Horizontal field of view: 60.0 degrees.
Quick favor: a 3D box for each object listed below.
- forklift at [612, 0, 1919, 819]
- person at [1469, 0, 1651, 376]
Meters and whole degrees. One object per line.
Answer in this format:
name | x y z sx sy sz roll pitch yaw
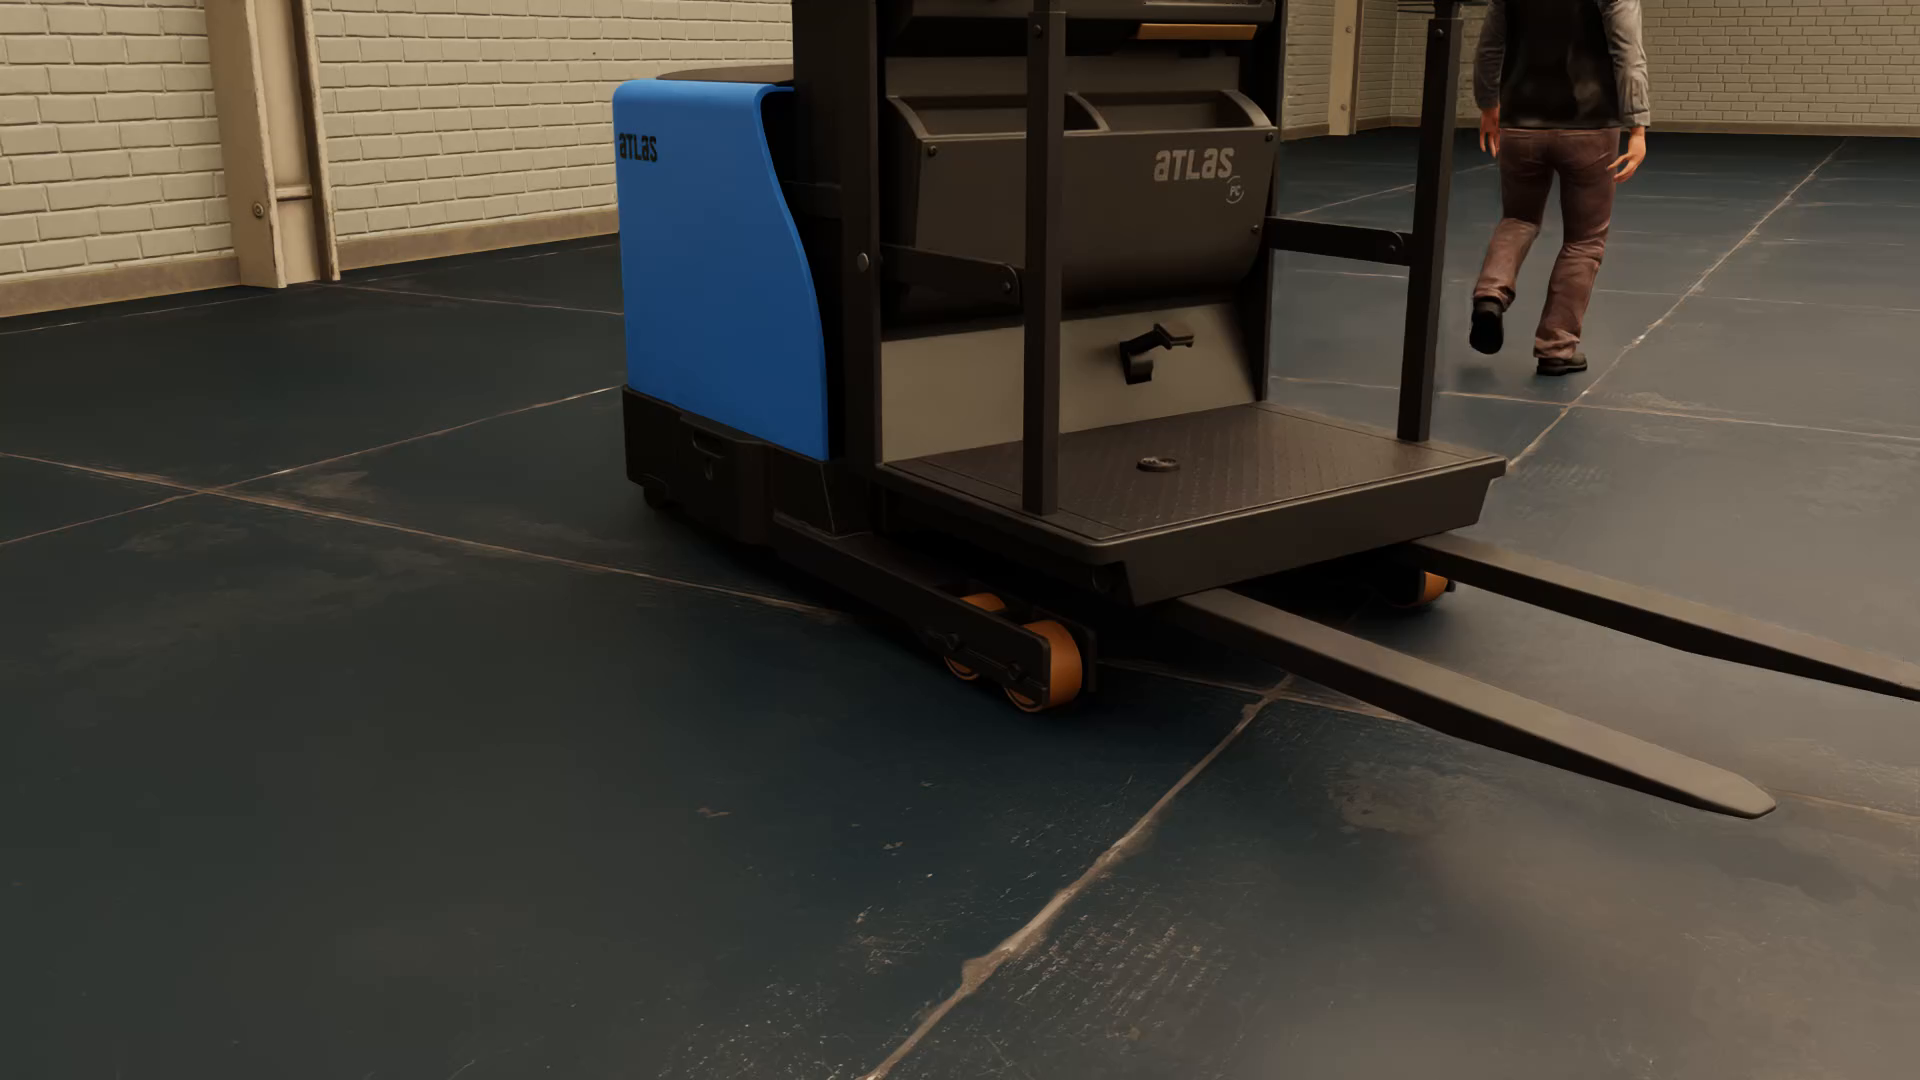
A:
forklift | 0.390 -1.250 3.098 1.130 2.935 3.031 -11 20 -34
person | 2.154 -1.456 5.974 0.699 1.702 0.473 14 22 40
